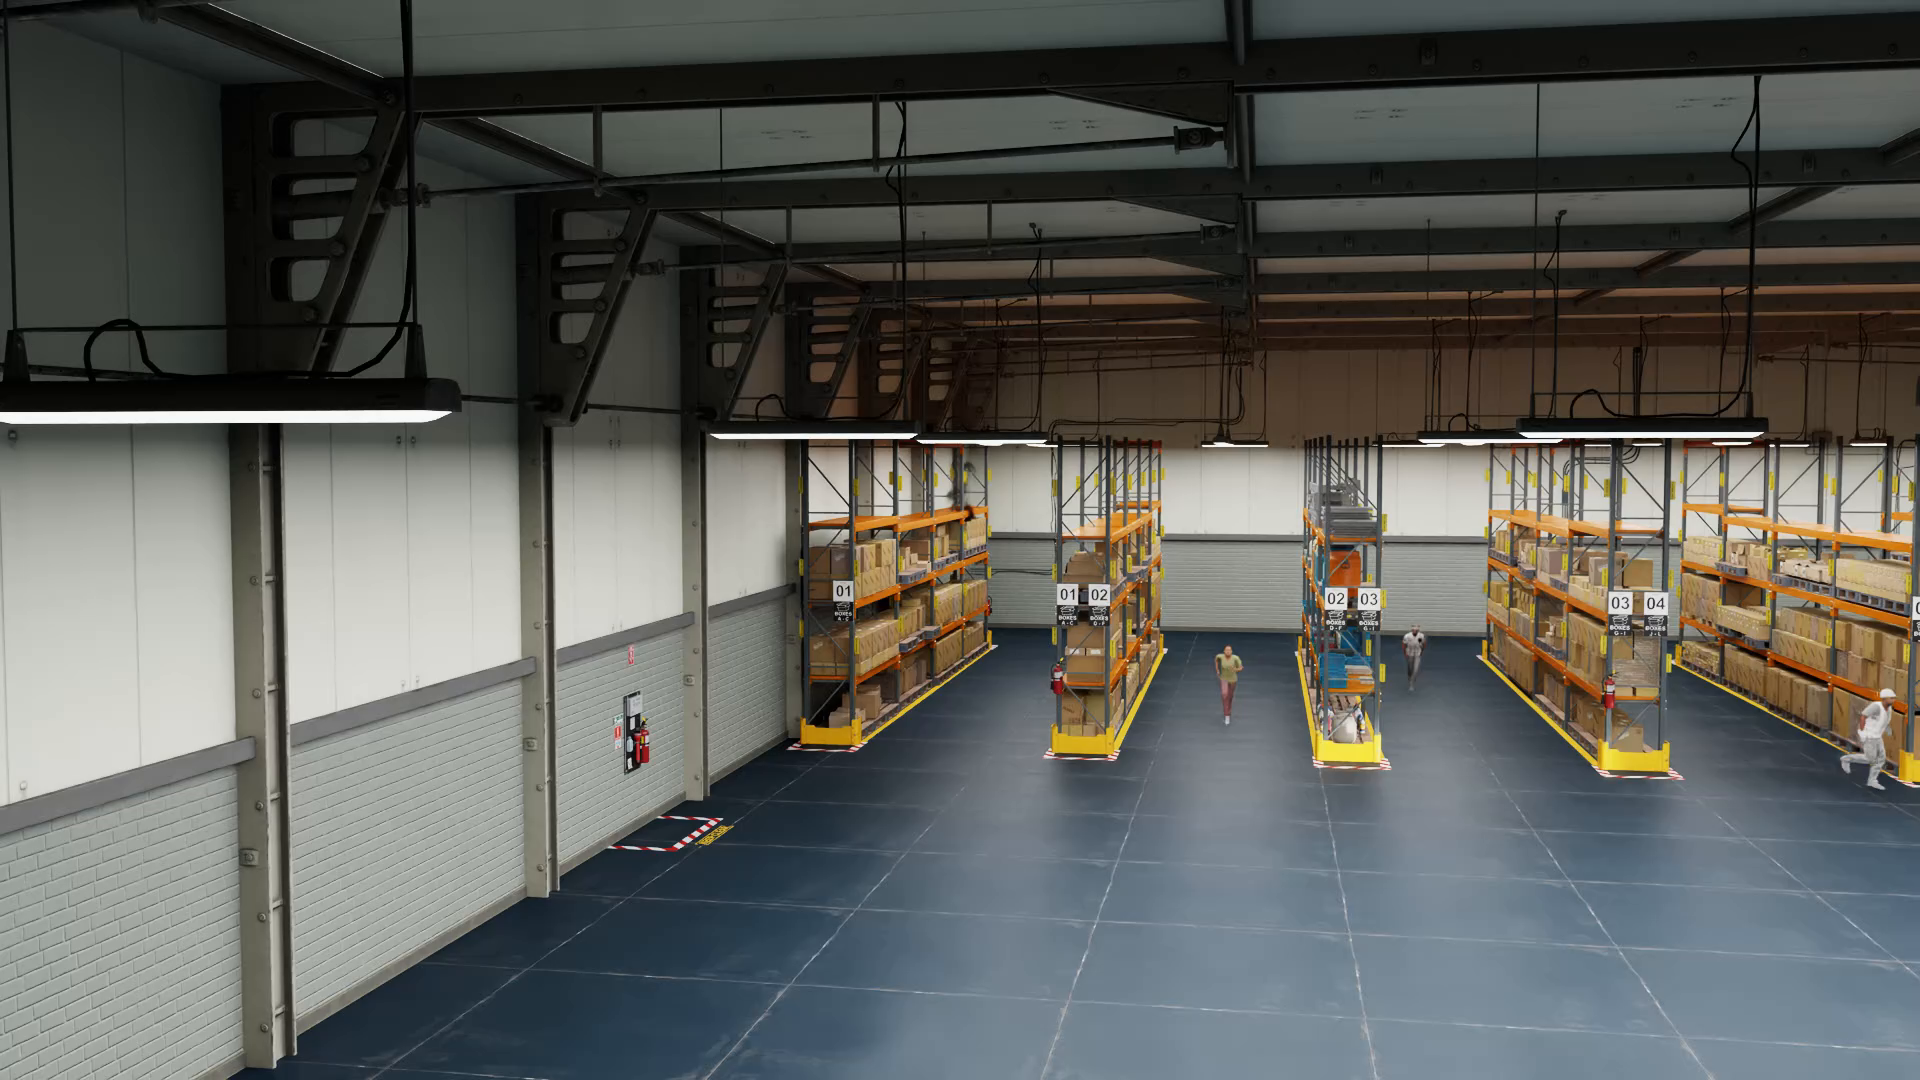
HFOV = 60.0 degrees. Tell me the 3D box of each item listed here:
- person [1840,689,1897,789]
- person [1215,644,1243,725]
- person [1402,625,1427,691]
[{"bbox_3d":[15.488,3.355,28.338,0.681,1.715,0.882,-3,4,-42],"label":"person"},{"bbox_3d":[5.670,3.008,35.121,0.578,1.674,1.002,0,3,5],"label":"person"},{"bbox_3d":[10.868,2.794,39.832,0.575,1.629,0.863,0,3,6],"label":"person"}]
